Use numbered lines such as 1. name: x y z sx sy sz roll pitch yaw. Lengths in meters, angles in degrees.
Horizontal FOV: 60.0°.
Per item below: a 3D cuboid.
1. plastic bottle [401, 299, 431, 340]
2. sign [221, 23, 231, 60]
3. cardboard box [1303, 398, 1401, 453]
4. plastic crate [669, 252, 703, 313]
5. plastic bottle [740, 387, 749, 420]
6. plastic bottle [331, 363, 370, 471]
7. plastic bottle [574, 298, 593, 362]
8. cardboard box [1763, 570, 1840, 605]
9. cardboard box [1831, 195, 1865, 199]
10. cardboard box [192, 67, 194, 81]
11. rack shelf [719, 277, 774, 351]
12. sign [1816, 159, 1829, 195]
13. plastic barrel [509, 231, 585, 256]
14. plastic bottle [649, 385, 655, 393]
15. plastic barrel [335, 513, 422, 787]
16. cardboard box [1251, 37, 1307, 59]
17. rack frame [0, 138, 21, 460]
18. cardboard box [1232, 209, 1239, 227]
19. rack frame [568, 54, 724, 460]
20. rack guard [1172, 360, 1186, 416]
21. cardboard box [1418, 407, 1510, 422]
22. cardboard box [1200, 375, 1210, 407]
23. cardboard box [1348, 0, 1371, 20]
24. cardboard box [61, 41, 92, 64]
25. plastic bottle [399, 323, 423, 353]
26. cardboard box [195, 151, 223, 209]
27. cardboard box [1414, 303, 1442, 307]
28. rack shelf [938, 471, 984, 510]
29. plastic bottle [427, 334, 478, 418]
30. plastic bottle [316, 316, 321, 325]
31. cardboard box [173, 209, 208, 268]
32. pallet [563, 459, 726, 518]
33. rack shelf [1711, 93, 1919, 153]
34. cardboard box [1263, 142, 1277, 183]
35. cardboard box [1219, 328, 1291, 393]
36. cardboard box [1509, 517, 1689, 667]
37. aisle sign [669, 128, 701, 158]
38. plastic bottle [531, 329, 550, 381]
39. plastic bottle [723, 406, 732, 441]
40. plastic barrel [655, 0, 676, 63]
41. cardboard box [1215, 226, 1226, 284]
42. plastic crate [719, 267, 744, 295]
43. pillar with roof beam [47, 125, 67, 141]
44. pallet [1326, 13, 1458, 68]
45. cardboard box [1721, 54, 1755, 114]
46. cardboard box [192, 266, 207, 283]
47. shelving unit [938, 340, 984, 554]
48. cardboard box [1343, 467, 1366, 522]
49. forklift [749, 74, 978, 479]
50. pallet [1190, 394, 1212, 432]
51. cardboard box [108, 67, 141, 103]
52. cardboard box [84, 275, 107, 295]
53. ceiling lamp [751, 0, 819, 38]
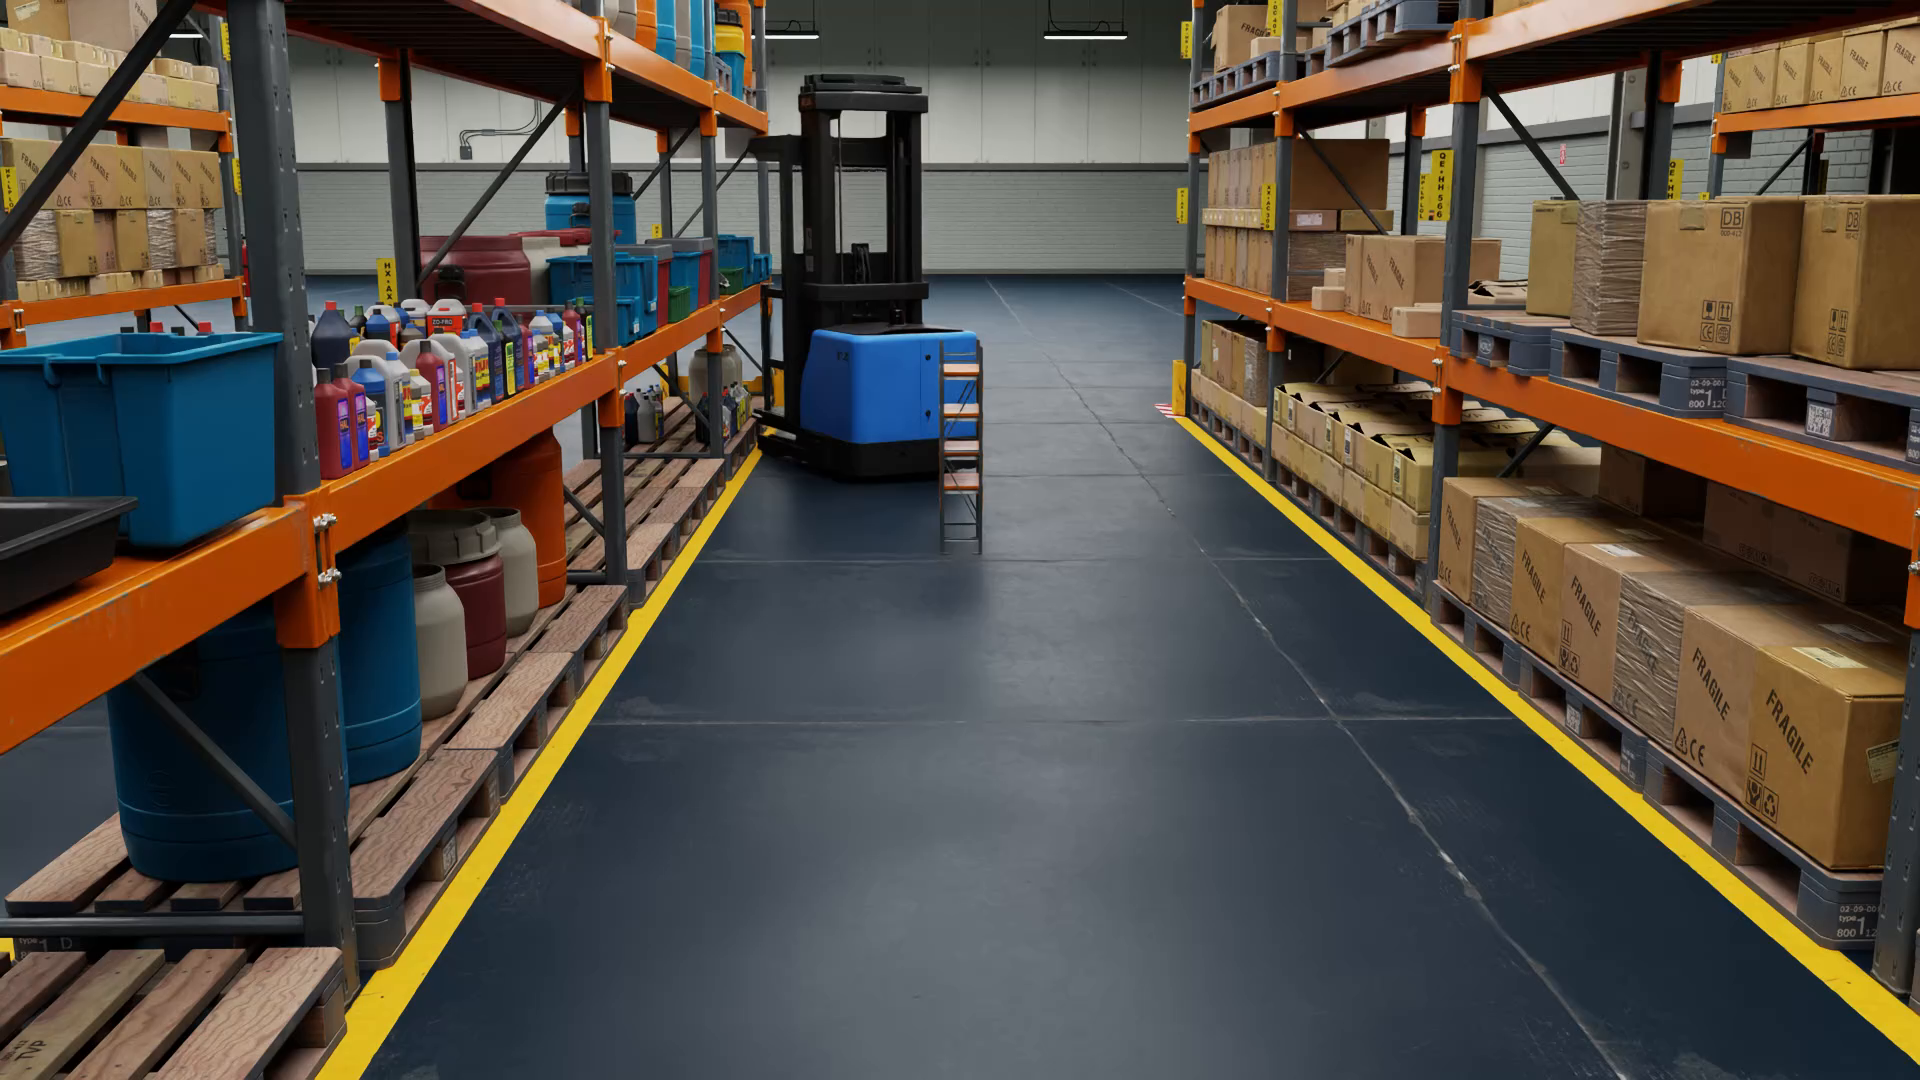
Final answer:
1. plastic bottle: -2.448 -0.936 7.442 0.152 0.276 0.135 0 11 -1
2. sign: -6.695 -4.557 15.204 0.100 0.325 0.005 0 11 -1
3. cardboard box: 2.513 -0.747 10.644 0.500 0.311 0.500 -1 11 -3
4. plastic crate: -1.882 -1.654 10.707 0.392 0.384 0.575 0 11 -1
5. plastic bottle: -1.845 -1.142 13.888 0.152 0.276 0.135 0 11 -1
6. plastic bottle: -1.635 -0.333 4.451 0.061 0.283 0.133 0 11 -1
7. plastic bottle: -1.698 -0.949 7.484 0.061 0.283 0.133 0 11 -1
8. cardboard box: 3.110 0.398 5.734 0.500 0.500 0.500 0 11 0
9. cardboard box: 7.354 -2.516 13.358 0.500 0.500 0.500 -1 11 -3
10. cardboard box: -7.045 -4.140 14.752 0.380 0.149 0.250 -1 11 -3
11. rack shelf: -2.257 -1.925 13.811 1.077 0.370 4.000 0 11 -1
12. sign: 8.162 -3.436 15.745 0.100 0.325 0.005 0 11 -1
13. plastic barrel: -2.391 -1.523 9.681 0.433 0.535 0.433 0 11 0
14. plastic bottle: -2.586 -1.152 13.920 0.061 0.283 0.133 0 11 0
15. plastic barrel: -2.060 0.284 5.335 0.600 0.901 0.708 0 11 -1
16. cardboard box: 2.438 -3.759 12.724 0.380 0.149 0.250 0 11 -1
17. rack frame: -7.168 -1.859 11.679 1.000 3.000 0.127 0 11 -1
18. cardboard box: 2.477 -2.677 13.826 0.380 0.149 0.250 0 11 -1
19. rack frame: -2.216 -1.880 11.780 1.000 3.000 0.127 0 11 -1
20. rack guard: 2.653 -1.474 16.068 1.175 0.500 0.348 0 11 -1
21. cardboard box: 3.063 -0.650 10.170 0.500 0.311 0.500 0 11 -2
22. cardboard box: 2.456 -1.346 15.007 0.500 0.250 0.500 0 11 -1
23. cardboard box: 2.754 -3.270 10.409 0.500 0.250 0.500 -1 12 -7
24. cardboard box: -6.891 -3.726 12.709 0.380 0.149 0.250 0 11 -2
25. plastic bottle: -2.314 -0.812 7.017 0.097 0.201 0.097 0 11 0
26. cardboard box: -6.992 -3.231 14.926 0.500 0.500 0.500 0 11 -1
27. cardboard box: 2.736 -1.234 9.230 0.380 0.149 0.250 1 11 3
28. rack shelf: 0.003 -0.295 9.830 0.258 0.148 0.480 0 11 -1
29. plastic bottle: -1.703 -0.552 5.549 0.152 0.276 0.135 0 11 -1
30. plastic bottle: -2.453 -0.727 6.423 0.097 0.271 0.097 0 11 0
31. cardboard box: -7.136 -2.641 14.532 0.875 0.500 0.500 0 11 -1
32. pallet: -2.161 -0.357 11.288 1.003 0.211 1.213 0 11 -1
33. rack shelf: 7.648 -3.435 13.713 1.077 0.370 4.000 0 11 -1
34. cardboard box: 2.709 -2.773 12.667 0.700 0.500 0.500 0 11 -1
35. cardboard box: 2.471 -1.514 13.953 0.500 0.500 0.500 0 11 -1
36. cardboard box: 2.564 0.201 6.706 0.500 0.500 0.500 0 11 -2
37. aisle sign: -2.593 -3.962 15.505 0.394 0.787 0.004 0 11 -1
38. plastic bottle: -1.700 -0.743 6.676 0.097 0.201 0.097 0 11 0
39. plastic bottle: -1.818 -0.890 12.644 0.152 0.276 0.135 0 11 1
40. plastic barrel: -1.961 -3.235 9.656 0.600 0.901 0.708 0 11 -1
41. cardboard box: 2.666 -2.546 14.813 0.700 0.500 0.500 0 11 0
42. plastic crate: -1.962 -2.047 13.136 0.450 0.188 0.662 0 11 -1
43. pillar with roof beam: -19.324 -11.372 43.479 9.100 9.000 0.548 0 11 -1
44. pallet: 2.690 -2.838 9.436 1.003 0.211 1.213 0 11 1
45. cardboard box: 7.363 -4.177 15.257 0.500 0.500 0.500 0 11 0
46. cardboard box: -6.977 -2.376 14.860 0.380 0.149 0.250 0 11 -1
47. shelving unit: 0.003 -0.555 9.778 0.258 1.200 0.503 0 11 -1
48. cardboard box: 2.543 -0.268 9.697 0.500 0.250 0.500 0 11 0
49. forklift: -0.988 -2.128 13.175 1.130 2.935 3.031 -6 13 -27
50. pallet: 2.711 -1.176 15.324 1.003 0.211 1.213 0 11 -1
51. cardboard box: -6.956 -3.655 13.364 0.500 0.250 0.500 0 11 -2
52. cardboard box: -6.875 -1.979 12.901 0.380 0.149 0.250 0 11 -1
53. ceiling lamp: -4.352 -13.525 39.414 2.000 3.185 0.800 0 11 -1
